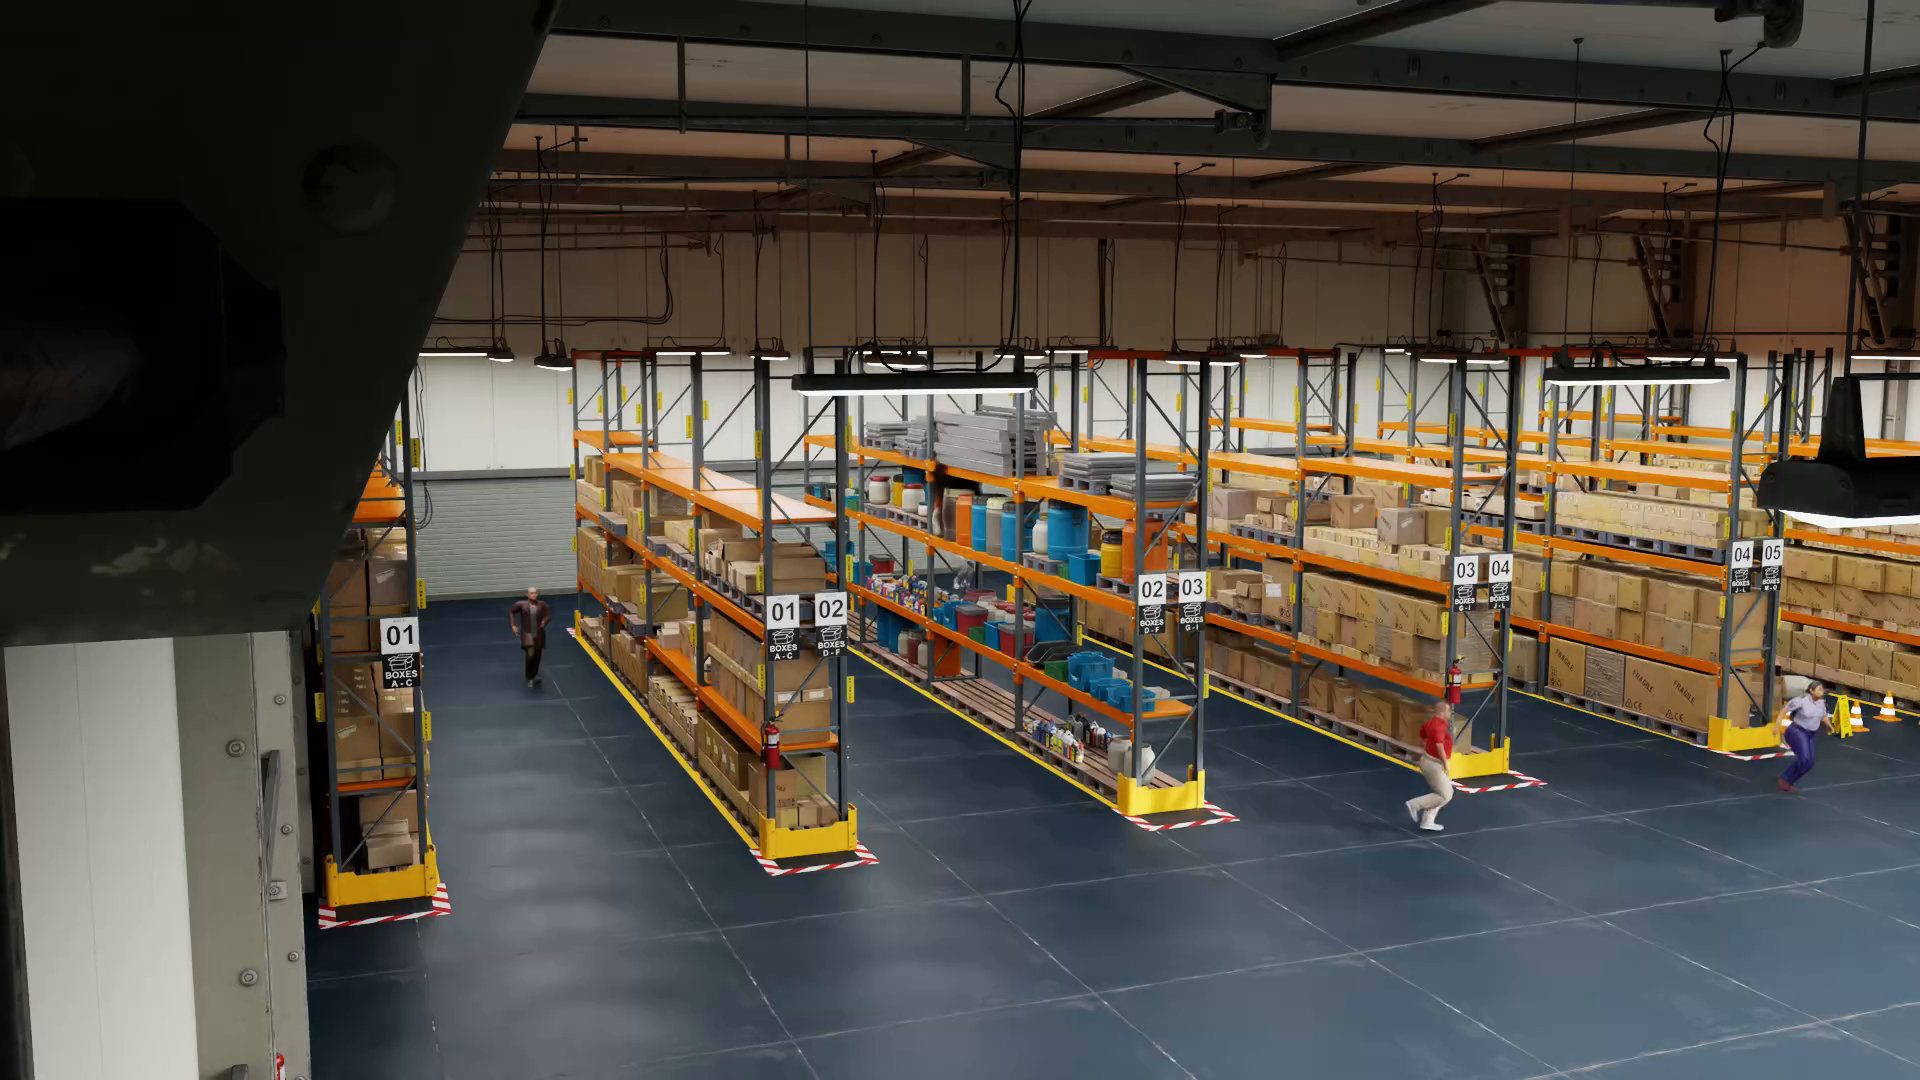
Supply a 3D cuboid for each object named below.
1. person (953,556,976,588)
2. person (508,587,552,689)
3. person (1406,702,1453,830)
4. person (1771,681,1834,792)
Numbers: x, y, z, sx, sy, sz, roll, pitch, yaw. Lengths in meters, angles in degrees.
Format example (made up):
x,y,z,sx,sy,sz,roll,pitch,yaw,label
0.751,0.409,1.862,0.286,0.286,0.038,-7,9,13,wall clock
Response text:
x,y,z,sx,sy,sz,roll,pitch,yaw,label
0.221,0.501,41.072,0.880,1.459,0.583,5,8,33,person
-7.697,1.861,29.896,0.734,1.663,0.821,-4,8,-27,person
5.982,2.885,21.201,0.572,1.667,0.660,0,7,1,person
11.709,2.739,22.988,0.808,1.577,0.590,-4,8,-28,person
